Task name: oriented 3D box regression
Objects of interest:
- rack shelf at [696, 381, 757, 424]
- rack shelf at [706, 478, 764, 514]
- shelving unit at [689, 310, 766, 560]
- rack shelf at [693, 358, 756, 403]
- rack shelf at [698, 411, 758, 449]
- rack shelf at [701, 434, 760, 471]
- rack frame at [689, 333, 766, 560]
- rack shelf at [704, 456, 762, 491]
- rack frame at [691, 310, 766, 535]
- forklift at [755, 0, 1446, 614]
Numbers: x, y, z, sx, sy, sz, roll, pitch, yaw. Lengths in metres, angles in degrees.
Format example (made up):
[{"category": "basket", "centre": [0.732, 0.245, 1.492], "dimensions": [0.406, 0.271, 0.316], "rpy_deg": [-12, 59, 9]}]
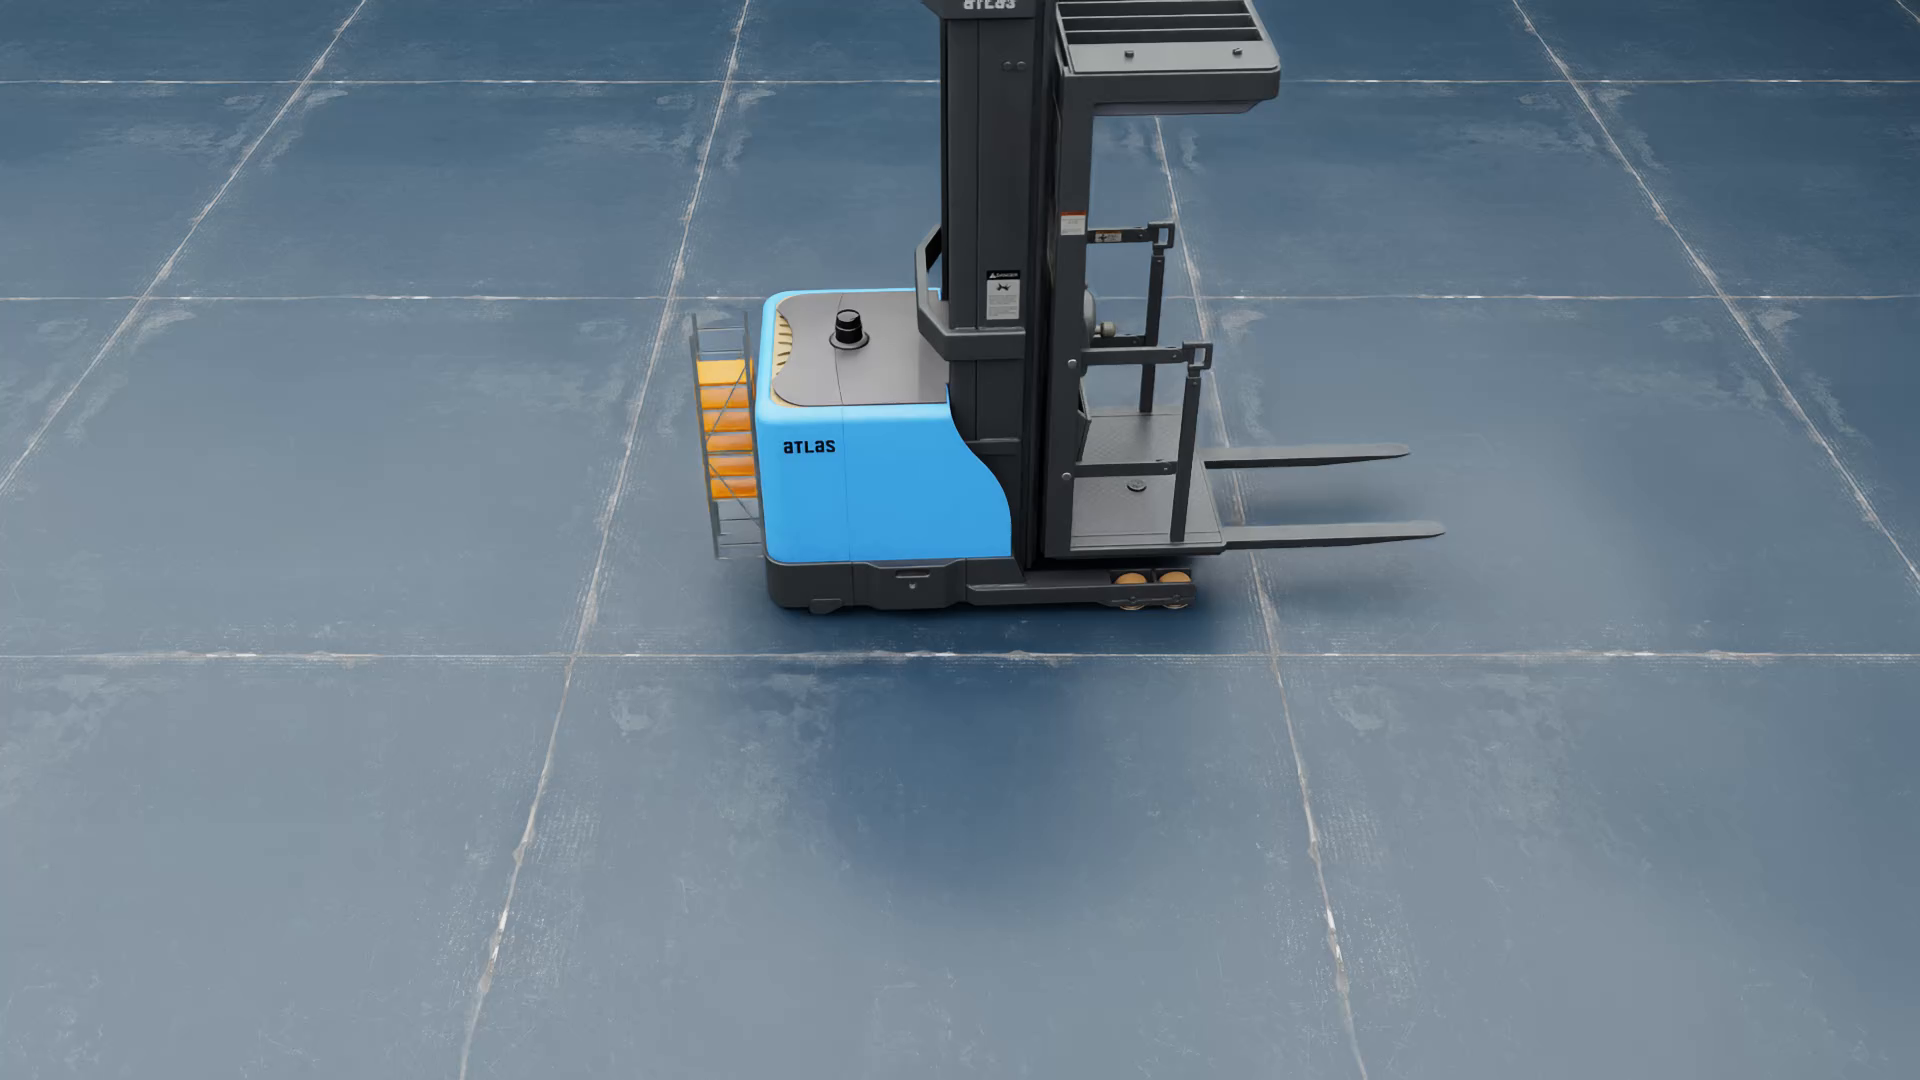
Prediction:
[{"category": "rack shelf", "centre": [-1.011, -0.593, 7.218], "dimensions": [0.258, 0.103, 0.180], "rpy_deg": [-3, 39, -3]}, {"category": "rack shelf", "centre": [-1.011, -0.219, 7.518], "dimensions": [0.258, 0.103, 0.180], "rpy_deg": [-3, 39, -3]}, {"category": "shelving unit", "centre": [-1.011, -0.441, 7.340], "dimensions": [0.258, 1.200, 0.189], "rpy_deg": [-3, 39, -3]}, {"category": "rack shelf", "centre": [-1.011, -0.687, 7.143], "dimensions": [0.258, 0.103, 0.180], "rpy_deg": [-3, 39, -3]}, {"category": "rack shelf", "centre": [-1.011, -0.500, 7.293], "dimensions": [0.258, 0.103, 0.180], "rpy_deg": [-3, 39, -3]}, {"category": "rack shelf", "centre": [-1.011, -0.406, 7.368], "dimensions": [0.258, 0.103, 0.180], "rpy_deg": [-3, 39, -3]}, {"category": "rack frame", "centre": [-1.004, -0.384, 7.269], "dimensions": [0.240, 1.200, 0.006], "rpy_deg": [-3, 39, -3]}, {"category": "rack shelf", "centre": [-1.011, -0.312, 7.443], "dimensions": [0.258, 0.103, 0.180], "rpy_deg": [-3, 39, -3]}, {"category": "rack frame", "centre": [-1.017, -0.498, 7.412], "dimensions": [0.240, 1.200, 0.006], "rpy_deg": [-3, 39, -3]}, {"category": "forklift", "centre": [0.646, -1.164, 6.858], "dimensions": [3.031, 2.935, 1.130], "rpy_deg": [-2, 39, -2]}]
